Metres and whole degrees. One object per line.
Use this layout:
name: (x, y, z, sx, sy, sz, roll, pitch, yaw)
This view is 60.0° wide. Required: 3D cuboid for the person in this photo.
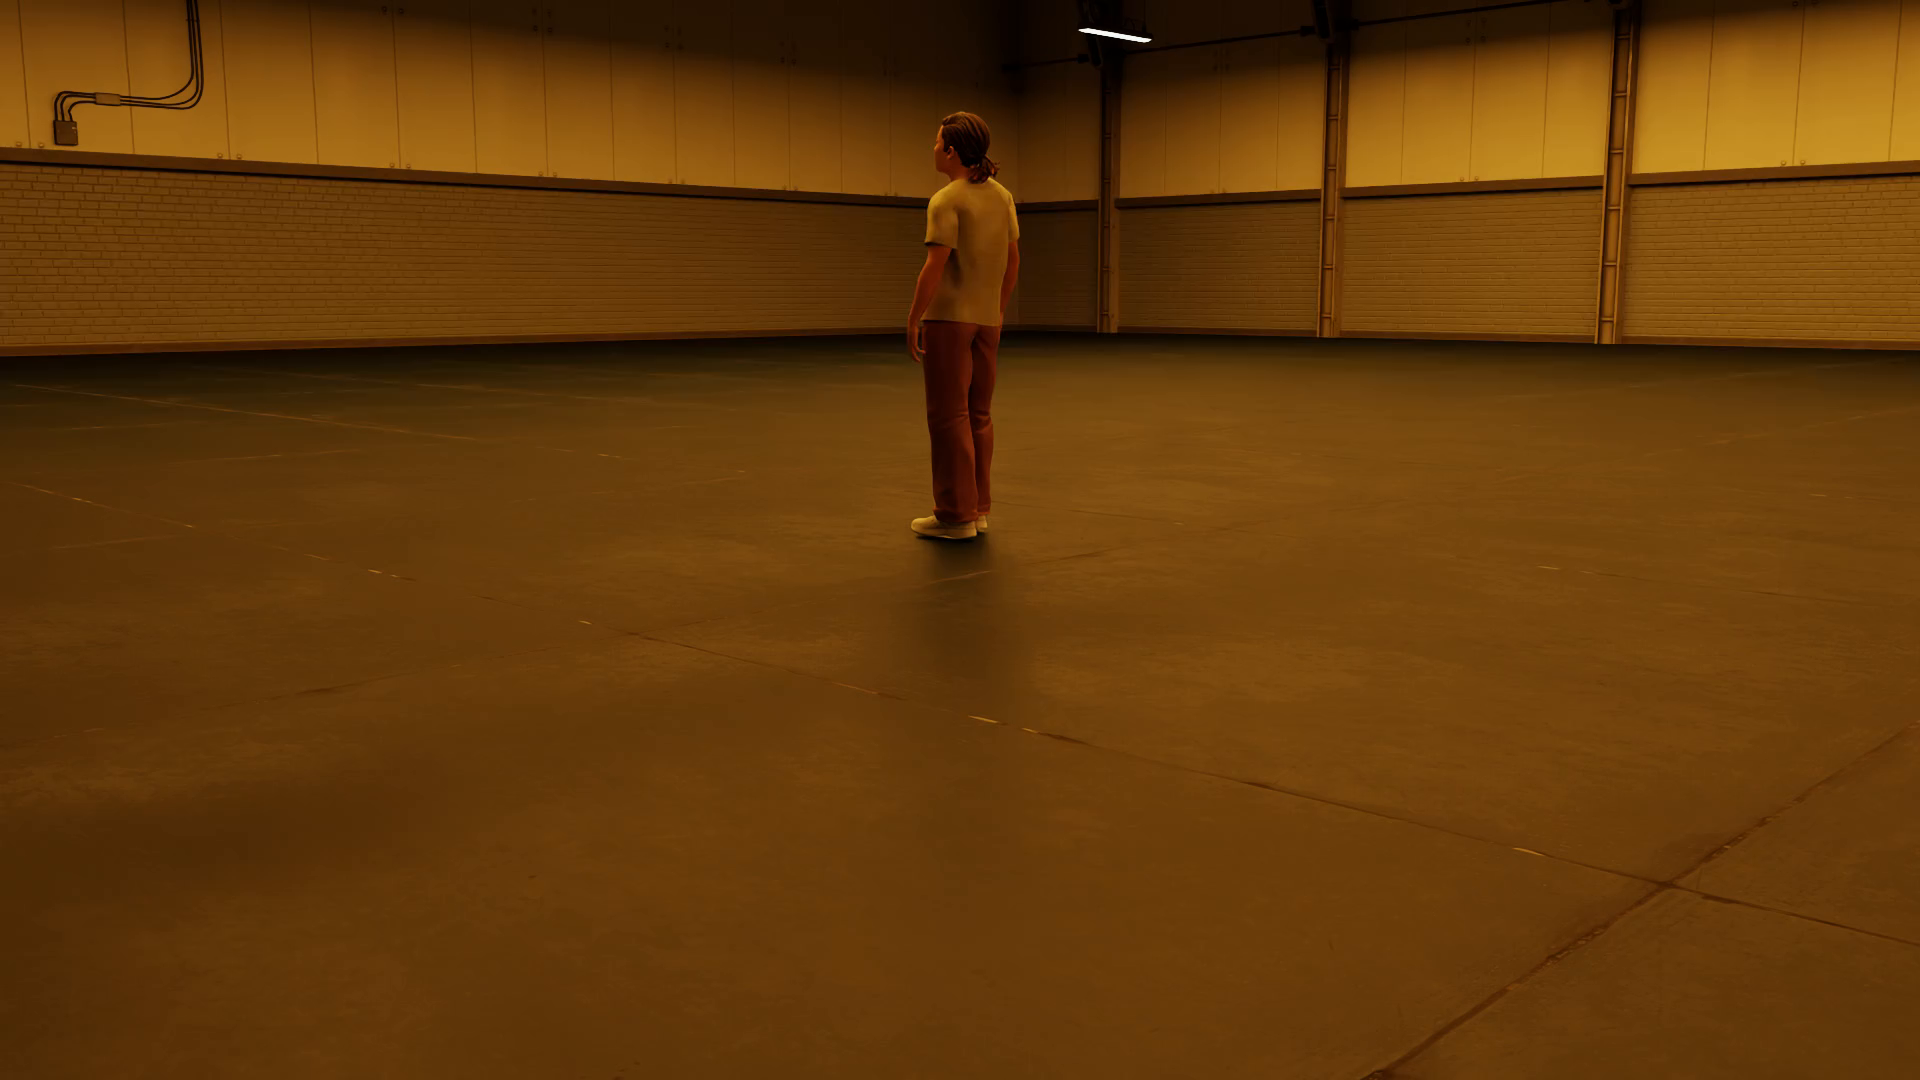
person: (-0.045, -0.845, 6.651, 0.548, 1.673, 0.553, 8, 12, 43)
